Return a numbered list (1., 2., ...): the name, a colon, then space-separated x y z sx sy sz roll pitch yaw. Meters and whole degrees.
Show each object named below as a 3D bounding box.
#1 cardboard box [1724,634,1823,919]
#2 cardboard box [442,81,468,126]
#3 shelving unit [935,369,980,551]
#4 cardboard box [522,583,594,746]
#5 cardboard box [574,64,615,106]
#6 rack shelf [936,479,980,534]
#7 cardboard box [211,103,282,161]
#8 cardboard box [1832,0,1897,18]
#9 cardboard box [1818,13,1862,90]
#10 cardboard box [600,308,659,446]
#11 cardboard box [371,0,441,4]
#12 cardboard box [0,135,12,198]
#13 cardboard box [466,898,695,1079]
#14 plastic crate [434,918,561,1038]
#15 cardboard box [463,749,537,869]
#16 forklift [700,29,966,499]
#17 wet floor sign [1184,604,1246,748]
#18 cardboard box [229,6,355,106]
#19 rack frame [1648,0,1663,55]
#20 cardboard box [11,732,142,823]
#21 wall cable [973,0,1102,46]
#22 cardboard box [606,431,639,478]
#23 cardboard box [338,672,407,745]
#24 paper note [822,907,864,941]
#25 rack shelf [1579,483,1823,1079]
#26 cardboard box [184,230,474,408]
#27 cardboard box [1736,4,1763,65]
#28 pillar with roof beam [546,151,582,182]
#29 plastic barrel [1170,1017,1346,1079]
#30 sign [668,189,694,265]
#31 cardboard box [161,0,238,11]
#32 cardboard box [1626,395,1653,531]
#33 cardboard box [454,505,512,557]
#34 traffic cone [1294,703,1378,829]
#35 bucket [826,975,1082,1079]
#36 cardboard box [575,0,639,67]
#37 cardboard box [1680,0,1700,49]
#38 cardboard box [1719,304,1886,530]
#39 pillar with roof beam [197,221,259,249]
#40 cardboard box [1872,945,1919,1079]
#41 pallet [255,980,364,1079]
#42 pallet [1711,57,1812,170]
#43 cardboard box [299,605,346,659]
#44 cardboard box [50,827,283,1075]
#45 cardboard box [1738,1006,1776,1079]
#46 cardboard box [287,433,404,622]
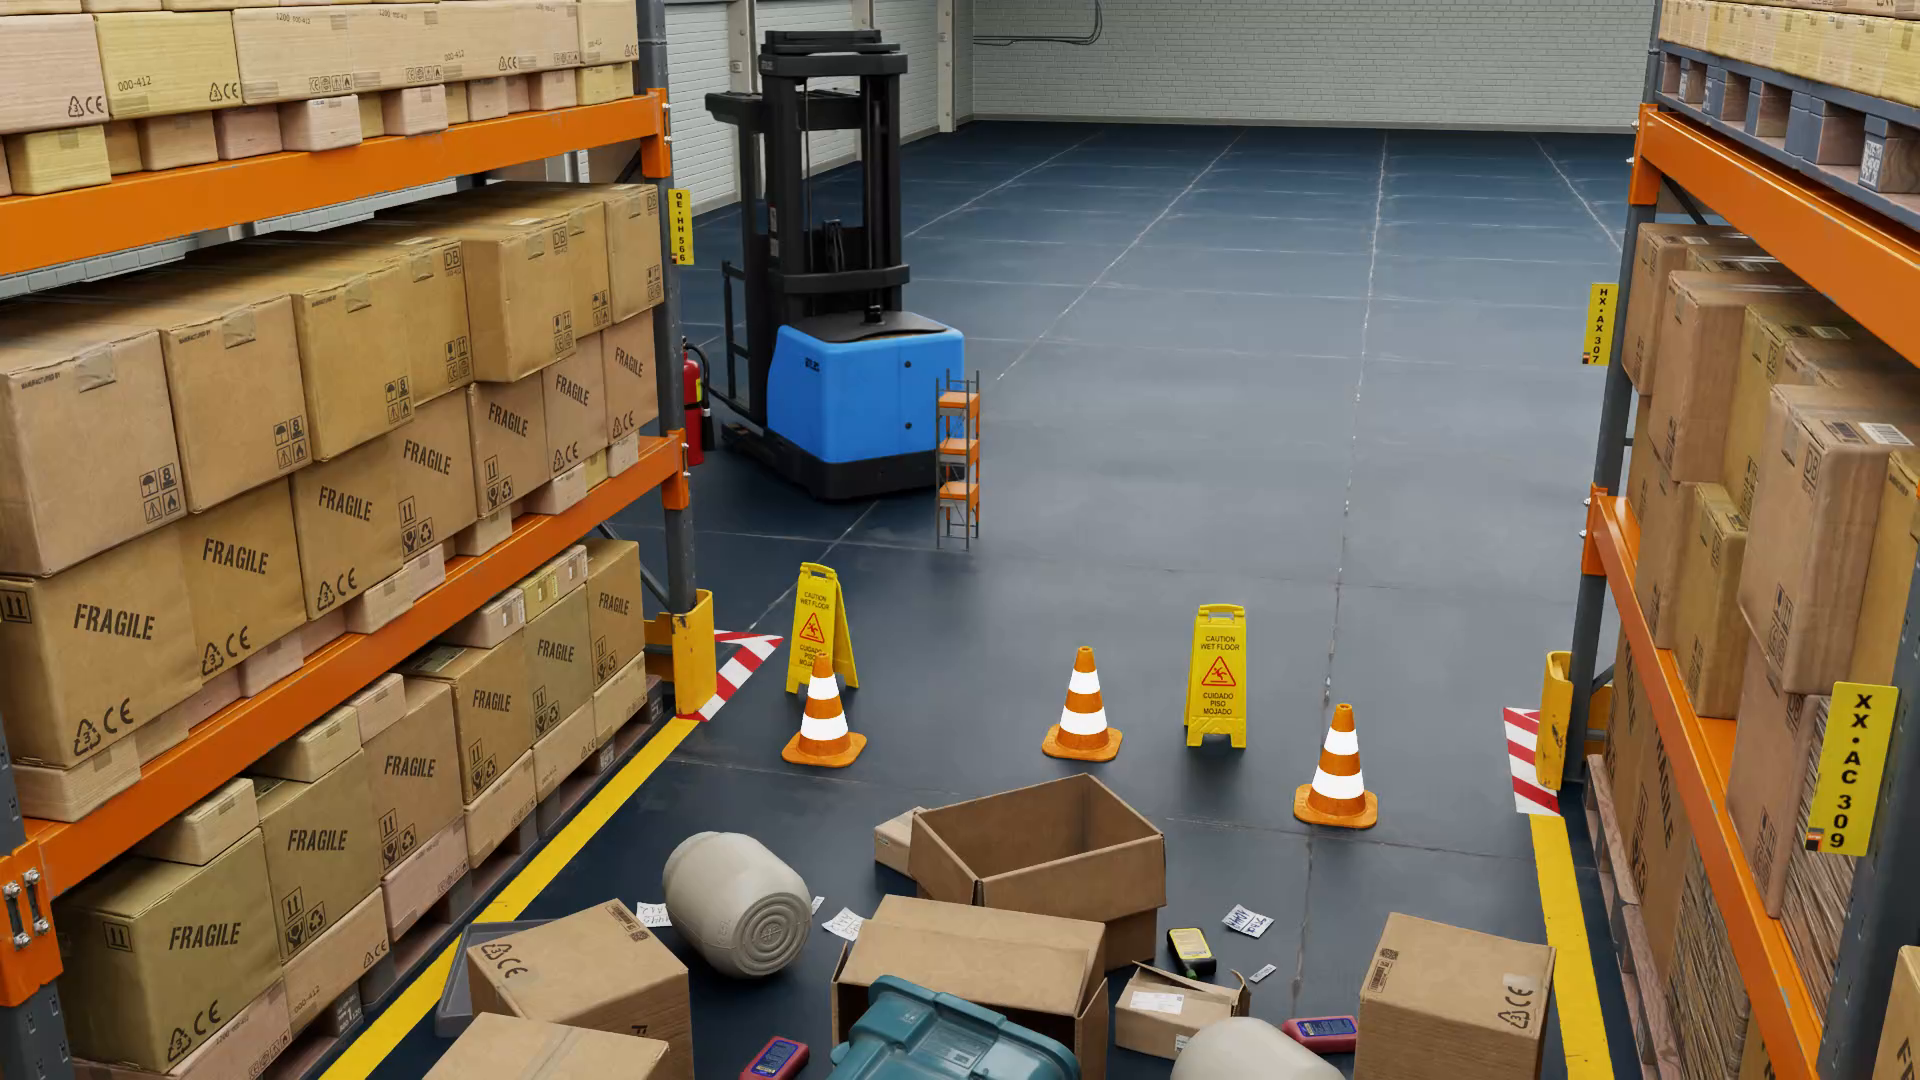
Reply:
1. cardboard box: 2.286 0.531 3.759 0.875 0.550 0.550 5 19 13
2. cardboard box: -1.909 -1.487 5.650 0.380 0.149 0.250 4 19 12
3. shelving unit: -0.013 -0.480 9.969 0.215 1.050 0.252 5 19 13
4. cardboard box: -1.820 0.463 6.635 0.500 0.500 0.500 5 20 15
5. cardboard box: -1.598 -1.806 6.582 0.380 0.149 0.250 5 19 14
6. rack shelf: -0.013 -0.207 10.062 0.215 0.259 0.240 5 19 13
7. cardboard box: -2.169 -1.167 4.713 0.380 0.149 0.250 4 19 12
8. cardboard box: 2.090 -1.175 3.315 0.500 0.250 0.500 5 19 13
9. cardboard box: 2.059 -1.033 3.515 0.380 0.149 0.250 5 19 14
10. cardboard box: -1.618 -0.716 7.029 0.500 0.500 0.500 4 19 12
11. cardboard box: -1.891 -1.785 5.288 0.380 0.149 0.250 5 20 15
12. cardboard box: -2.413 -0.846 3.772 0.380 0.149 0.250 4 19 13
13. cardboard box: -1.149 1.487 5.056 0.500 0.500 0.500 -13 23 -34
14. plastic crate: -1.551 1.488 5.707 0.402 0.080 0.583 -2 19 -6
15. cardboard box: -1.946 0.983 6.272 0.500 0.250 0.500 4 19 11
16. forklift: -1.093 -2.080 11.742 1.130 2.935 3.031 -10 21 -26
17. wet floor sign: 1.159 0.588 7.468 0.267 0.644 0.232 1 19 4
18. cardboard box: -2.105 -1.390 4.748 0.500 0.250 0.500 5 19 14
19. rack frame: 3.072 -3.200 5.633 1.000 3.000 0.127 5 19 13
20. cardboard box: -2.342 0.579 4.240 0.380 0.149 0.250 5 19 13
21. wall cable: 1.721 -12.555 37.827 3.097 2.526 0.112 5 19 13
22. cardboard box: -1.591 -0.379 7.044 0.380 0.149 0.250 4 19 13
23. cardboard box: -2.049 0.531 5.434 0.380 0.149 0.250 6 20 17
24. paper note: -0.406 1.398 6.064 0.148 0.019 0.142 12 22 32
25. rack shelf: 2.583 0.607 4.884 1.077 0.370 4.000 5 19 13
26. cardboard box: -2.078 -0.732 5.529 0.700 0.500 0.500 5 19 13
27. cardboard box: 2.308 -1.350 4.442 0.380 0.149 0.250 5 19 14
28. pillar with roof beam: -0.504 -7.224 17.415 9.100 9.000 0.400 5 19 13
29. plastic barrel: 0.884 1.636 4.744 0.421 0.421 0.512 -13 23 -34
30. sign: -1.219 -1.367 7.270 0.100 0.325 0.005 5 19 13
31. cardboard box: -2.138 -1.463 4.345 0.380 0.149 0.250 5 19 13
32. cardboard box: 3.025 -0.312 6.228 0.875 0.550 0.550 5 19 13
33. cardboard box: -1.881 -0.060 6.113 0.380 0.149 0.250 4 19 13
34. traffic cone: 1.565 0.894 6.854 0.336 0.463 0.334 5 19 13
35. bucket: -0.108 1.498 3.874 0.726 0.611 0.620 12 32 32
36. cardboard box: -1.616 -2.028 6.614 0.500 0.250 0.500 4 19 13
37. cardboard box: 2.554 -1.667 5.370 0.380 0.149 0.250 5 19 14
38. cardboard box: 2.627 -0.309 4.548 0.875 0.550 0.500 5 19 13
39. pillar with roof beam: -1.970 -5.343 11.909 9.100 9.000 0.400 5 19 13
40. cardboard box: 1.705 0.989 2.496 0.500 0.500 0.500 5 19 14
41. pallet: -2.600 1.640 5.059 1.003 0.211 1.213 5 19 13
42. pallet: 2.605 -1.121 4.326 1.003 0.211 1.213 5 19 13
43. cardboard box: -2.166 0.250 5.205 0.380 0.149 0.250 5 19 13
44. cardboard box: -2.324 1.118 4.718 0.500 0.500 0.500 6 20 16
45. cardboard box: 2.316 1.508 3.769 0.875 0.875 0.875 5 19 14
46. cardboard box: -2.117 -0.086 5.183 0.500 0.500 0.500 4 19 13
